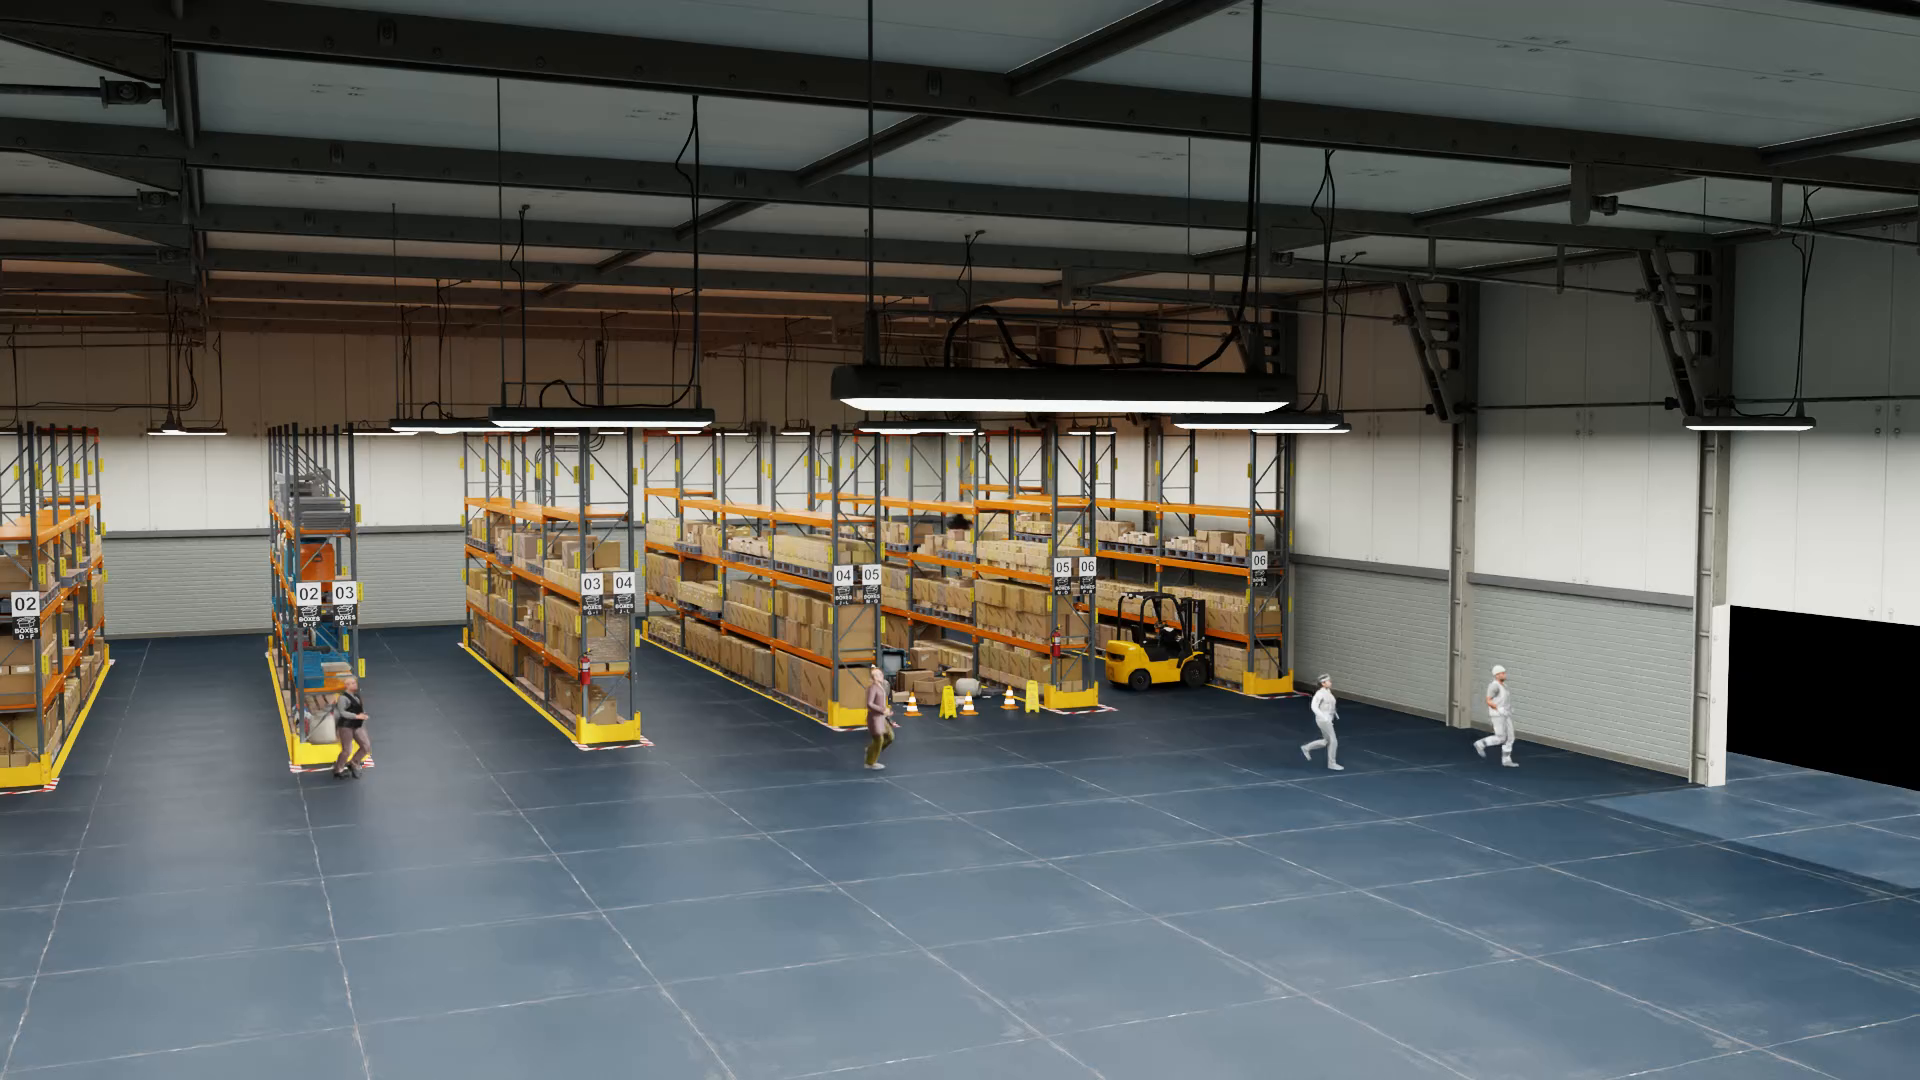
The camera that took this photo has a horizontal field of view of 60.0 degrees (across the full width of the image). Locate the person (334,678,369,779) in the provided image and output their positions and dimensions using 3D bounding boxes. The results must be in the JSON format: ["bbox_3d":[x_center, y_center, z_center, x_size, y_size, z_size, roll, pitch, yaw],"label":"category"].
[{"bbox_3d":[-10.167,3.179,27.957,0.691,1.729,0.570,1,4,14],"label":"person"}]

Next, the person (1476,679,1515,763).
[{"bbox_3d":[9.374,3.158,29.055,0.639,1.459,0.637,3,5,40],"label":"person"}]

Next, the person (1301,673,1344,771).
[{"bbox_3d":[6.274,3.127,28.759,0.760,1.670,0.458,2,4,27],"label":"person"}]

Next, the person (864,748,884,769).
[{"bbox_3d":[-1.480,3.777,28.835,0.405,0.350,0.256,1,4,16],"label":"person"}]
